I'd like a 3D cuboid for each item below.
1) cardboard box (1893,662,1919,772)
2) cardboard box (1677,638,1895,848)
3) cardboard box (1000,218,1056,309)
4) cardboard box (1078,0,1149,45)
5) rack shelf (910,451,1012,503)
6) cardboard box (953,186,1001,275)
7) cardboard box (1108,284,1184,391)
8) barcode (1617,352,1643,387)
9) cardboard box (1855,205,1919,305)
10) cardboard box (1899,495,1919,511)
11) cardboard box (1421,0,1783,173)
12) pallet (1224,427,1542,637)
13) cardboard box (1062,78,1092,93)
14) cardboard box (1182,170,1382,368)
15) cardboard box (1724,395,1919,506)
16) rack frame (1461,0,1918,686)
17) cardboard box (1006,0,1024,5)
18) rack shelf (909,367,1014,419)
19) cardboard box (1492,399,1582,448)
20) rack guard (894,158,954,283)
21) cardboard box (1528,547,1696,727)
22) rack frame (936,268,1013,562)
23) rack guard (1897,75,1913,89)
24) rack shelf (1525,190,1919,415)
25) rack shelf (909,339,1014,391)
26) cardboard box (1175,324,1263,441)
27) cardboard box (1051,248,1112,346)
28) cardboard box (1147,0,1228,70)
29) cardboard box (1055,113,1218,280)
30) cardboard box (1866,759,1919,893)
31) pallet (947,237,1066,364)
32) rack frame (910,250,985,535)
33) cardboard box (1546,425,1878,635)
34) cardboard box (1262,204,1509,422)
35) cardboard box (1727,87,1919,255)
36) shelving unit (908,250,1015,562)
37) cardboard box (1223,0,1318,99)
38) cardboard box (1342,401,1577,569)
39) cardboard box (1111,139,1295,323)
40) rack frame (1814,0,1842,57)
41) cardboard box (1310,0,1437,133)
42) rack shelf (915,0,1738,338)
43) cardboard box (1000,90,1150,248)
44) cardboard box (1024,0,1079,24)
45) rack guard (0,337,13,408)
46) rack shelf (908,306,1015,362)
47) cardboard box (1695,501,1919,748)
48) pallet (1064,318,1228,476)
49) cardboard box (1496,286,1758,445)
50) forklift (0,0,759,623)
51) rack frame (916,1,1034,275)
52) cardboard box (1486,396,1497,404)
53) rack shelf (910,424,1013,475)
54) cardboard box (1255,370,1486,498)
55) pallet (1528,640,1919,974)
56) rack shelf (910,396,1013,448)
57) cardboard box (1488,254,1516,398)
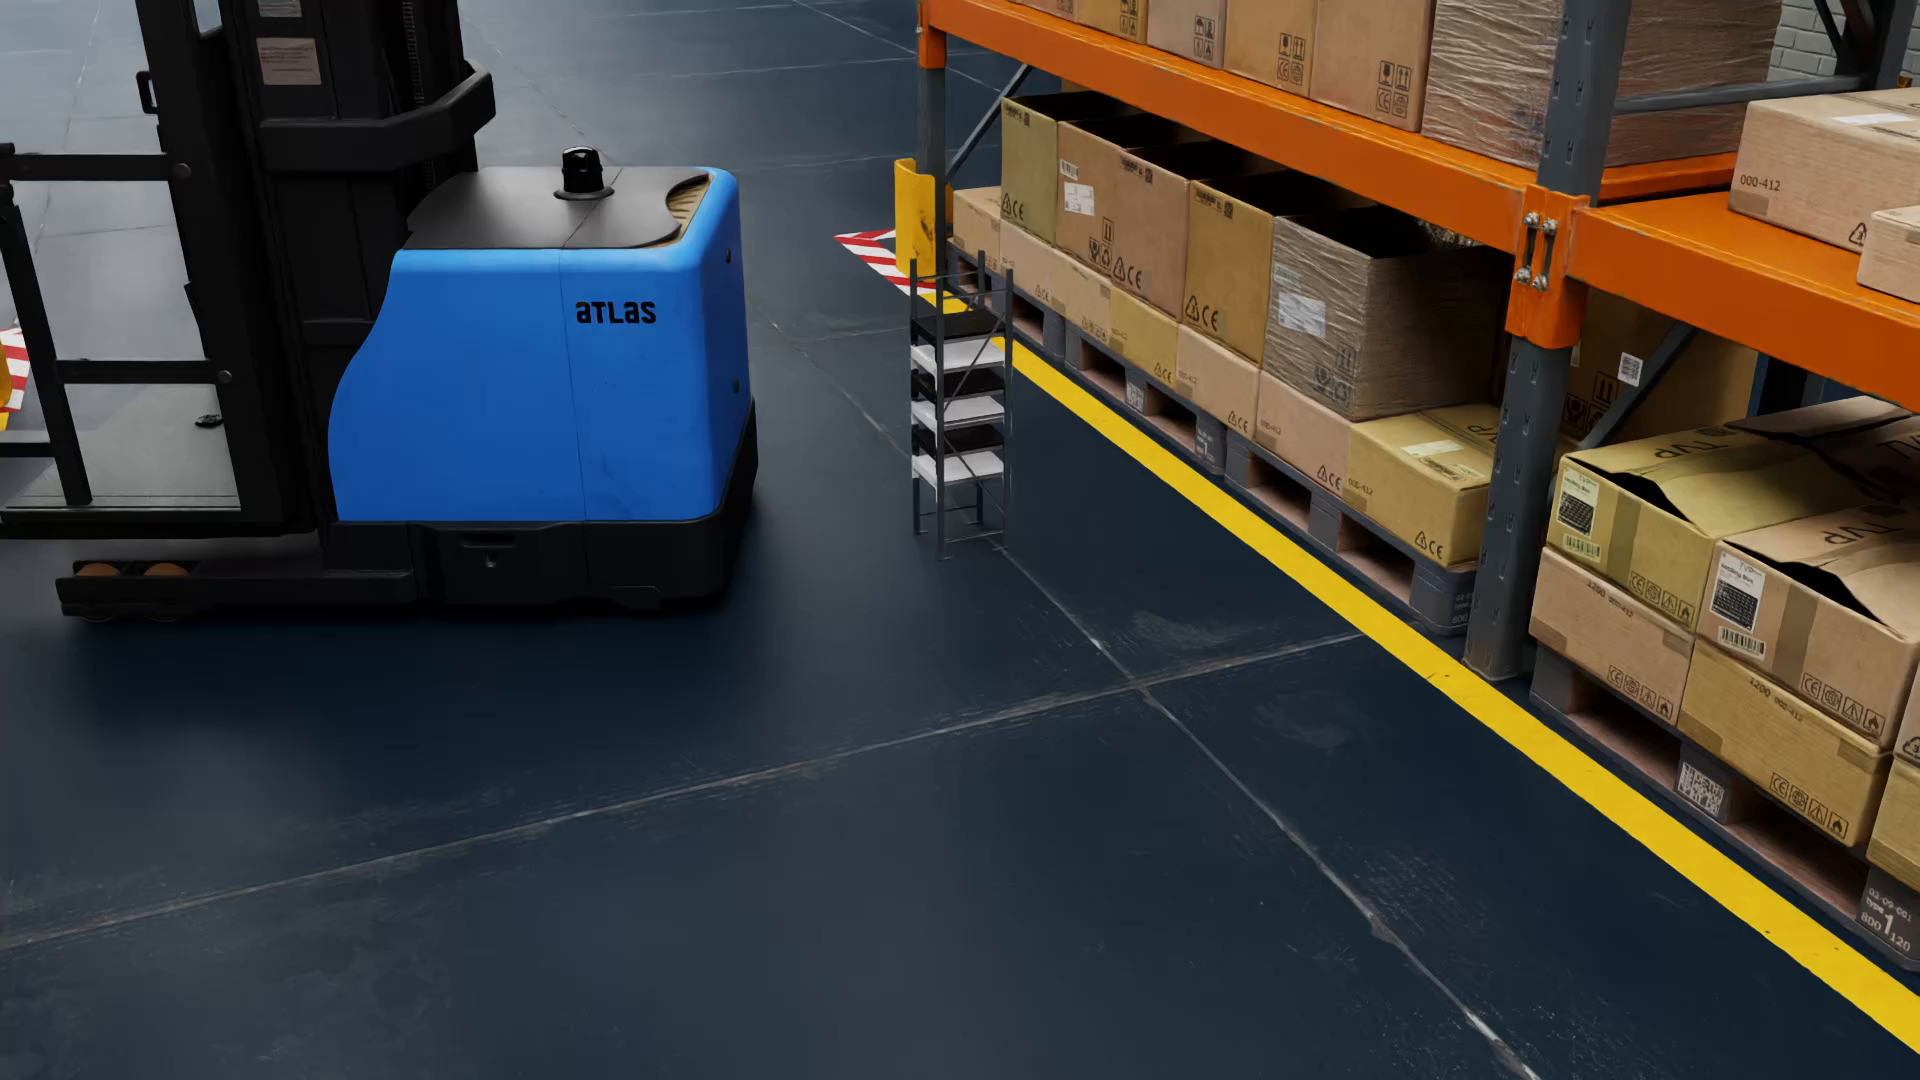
[{"bbox_3d":[2.184,0.347,3.137,0.500,0.311,0.500,-12,28,-22],"label":"cardboard box"},{"bbox_3d":[1.986,0.390,3.688,0.500,0.250,0.500,-10,28,-19],"label":"cardboard box"},{"bbox_3d":[0.495,-1.181,6.906,0.500,0.250,0.500,-11,28,-21],"label":"cardboard box"},{"bbox_3d":[0.860,-2.126,6.071,0.700,0.500,0.500,-10,28,-20],"label":"cardboard box"},{"bbox_3d":[0.003,-0.209,5.139,0.258,0.077,0.200,-11,28,-21],"label":"rack shelf"},{"bbox_3d":[0.295,-1.382,7.318,0.500,0.250,0.500,-11,28,-21],"label":"cardboard box"},{"bbox_3d":[0.881,-0.777,6.077,0.500,0.250,0.500,-11,28,-21],"label":"cardboard box"},{"bbox_3d":[1.573,-0.401,3.905,0.001,0.075,0.075,-11,28,-21],"label":"barcode"},{"bbox_3d":[2.016,-0.563,3.272,0.380,0.149,0.250,-11,28,-21],"label":"cardboard box"},{"bbox_3d":[2.489,0.049,3.747,0.500,0.311,0.500,-10,28,-19],"label":"cardboard box"},{"bbox_3d":[1.677,-1.292,4.364,0.700,0.500,0.500,-11,28,-22],"label":"cardboard box"},{"bbox_3d":[1.584,-0.144,5.305,1.003,0.211,1.213,-11,28,-21],"label":"pallet"},{"bbox_3d":[0.774,-1.809,7.336,0.500,0.500,0.500,-11,28,-21],"label":"cardboard box"},{"bbox_3d":[1.090,-0.914,5.504,0.500,0.500,0.500,-11,28,-21],"label":"cardboard box"},{"bbox_3d":[2.279,-0.160,4.175,0.500,0.311,0.500,-11,28,-21],"label":"cardboard box"},{"bbox_3d":[1.857,-1.069,4.021,1.000,3.000,0.127,-11,28,-21],"label":"rack frame"},{"bbox_3d":[0.461,-2.538,6.916,0.700,0.500,0.500,-11,28,-21],"label":"cardboard box"},{"bbox_3d":[0.003,-0.452,5.021,0.258,0.077,0.200,-11,28,-21],"label":"rack shelf"},{"bbox_3d":[1.954,-0.262,5.022,0.500,0.250,0.500,-11,28,-21],"label":"cardboard box"},{"bbox_3d":[0.281,-1.570,7.897,1.175,0.500,0.348,-11,28,-21],"label":"rack guard"},{"bbox_3d":[1.787,0.183,4.111,0.500,0.250,0.500,-11,28,-22],"label":"cardboard box"},{"bbox_3d":[0.043,-0.360,4.962,0.240,0.900,0.006,-11,28,-21],"label":"rack frame"},{"bbox_3d":[4.876,-2.383,9.560,1.175,0.500,0.348,-11,28,-21],"label":"rack guard"},{"bbox_3d":[2.640,0.061,2.525,1.077,0.370,4.000,-11,28,-21],"label":"rack shelf"},{"bbox_3d":[0.003,-0.533,4.981,0.258,0.077,0.200,-11,28,-21],"label":"rack shelf"},{"bbox_3d":[1.078,-0.575,5.664,0.500,0.250,0.500,-11,28,-21],"label":"cardboard box"},{"bbox_3d":[0.690,-0.979,6.492,0.500,0.250,0.500,-11,28,-21],"label":"cardboard box"},{"bbox_3d":[1.070,-1.914,5.637,0.700,0.500,0.500,-10,28,-19],"label":"cardboard box"},{"bbox_3d":[0.701,-1.318,6.332,0.500,0.500,0.500,-11,28,-21],"label":"cardboard box"},{"bbox_3d":[2.191,0.598,3.261,0.500,0.250,0.500,-11,28,-22],"label":"cardboard box"},{"bbox_3d":[0.628,-1.129,7.323,1.003,0.211,1.213,-11,28,-21],"label":"pallet"},{"bbox_3d":[-0.037,-0.442,5.130,0.240,0.900,0.006,-11,28,-21],"label":"rack frame"},{"bbox_3d":[1.789,-0.065,3.980,0.500,0.311,0.500,-10,28,-20],"label":"cardboard box"},{"bbox_3d":[1.289,-0.713,5.092,0.500,0.500,0.500,-11,28,-21],"label":"cardboard box"},{"bbox_3d":[2.090,-0.811,3.662,0.500,0.250,0.500,-9,27,-17],"label":"cardboard box"},{"bbox_3d":[0.003,-0.401,5.046,0.258,0.900,0.210,-11,28,-21],"label":"shelving unit"},{"bbox_3d":[1.272,-1.707,5.214,0.700,0.500,0.500,-10,28,-20],"label":"cardboard box"},{"bbox_3d":[1.474,-0.172,4.839,0.500,0.250,0.500,-11,28,-21],"label":"cardboard box"},{"bbox_3d":[0.880,-1.113,5.912,0.500,0.500,0.500,-11,28,-21],"label":"cardboard box"},{"bbox_3d":[4.847,-3.537,9.075,1.000,3.000,0.127,-11,28,-21],"label":"rack frame"},{"bbox_3d":[1.465,-1.504,4.798,0.700,0.500,0.500,-11,28,-21],"label":"cardboard box"},{"bbox_3d":[1.073,-1.553,5.833,1.077,0.370,4.000,-11,28,-21],"label":"rack shelf"},{"bbox_3d":[0.493,-1.518,6.741,0.500,0.500,0.500,-11,28,-21],"label":"cardboard box"},{"bbox_3d":[0.671,-2.327,6.483,0.700,0.500,0.500,-10,28,-19],"label":"cardboard box"},{"bbox_3d":[-4.196,-0.689,6.091,1.175,0.500,0.348,-11,28,-21],"label":"rack guard"},{"bbox_3d":[0.003,-0.614,4.942,0.258,0.077,0.200,-11,28,-21],"label":"rack shelf"},{"bbox_3d":[1.980,0.138,3.564,0.500,0.311,0.500,-11,28,-21],"label":"cardboard box"},{"bbox_3d":[1.102,-0.638,6.315,1.003,0.211,1.213,-11,28,-21],"label":"pallet"},{"bbox_3d":[1.963,-0.600,4.861,0.500,0.500,0.500,-11,28,-21],"label":"cardboard box"},{"bbox_3d":[-2.192,-1.313,4.599,3.031,2.935,1.130,0,26,0],"label":"forklift"},{"bbox_3d":[0.290,-2.684,7.328,1.000,3.000,0.127,-11,28,-21],"label":"rack frame"},{"bbox_3d":[1.763,-0.464,5.438,0.500,0.250,0.500,-11,28,-21],"label":"cardboard box"},{"bbox_3d":[0.003,-0.290,5.100,0.258,0.077,0.200,-11,28,-21],"label":"rack shelf"},{"bbox_3d":[1.287,-0.376,5.256,0.500,0.250,0.500,-11,28,-21],"label":"cardboard box"},{"bbox_3d":[2.181,0.475,4.037,1.003,0.211,1.213,-11,28,-21],"label":"pallet"},{"bbox_3d":[0.003,-0.371,5.060,0.258,0.077,0.200,-11,28,-21],"label":"rack shelf"},{"bbox_3d":[1.760,-0.801,5.272,0.500,0.500,0.500,-11,28,-21],"label":"cardboard box"}]
